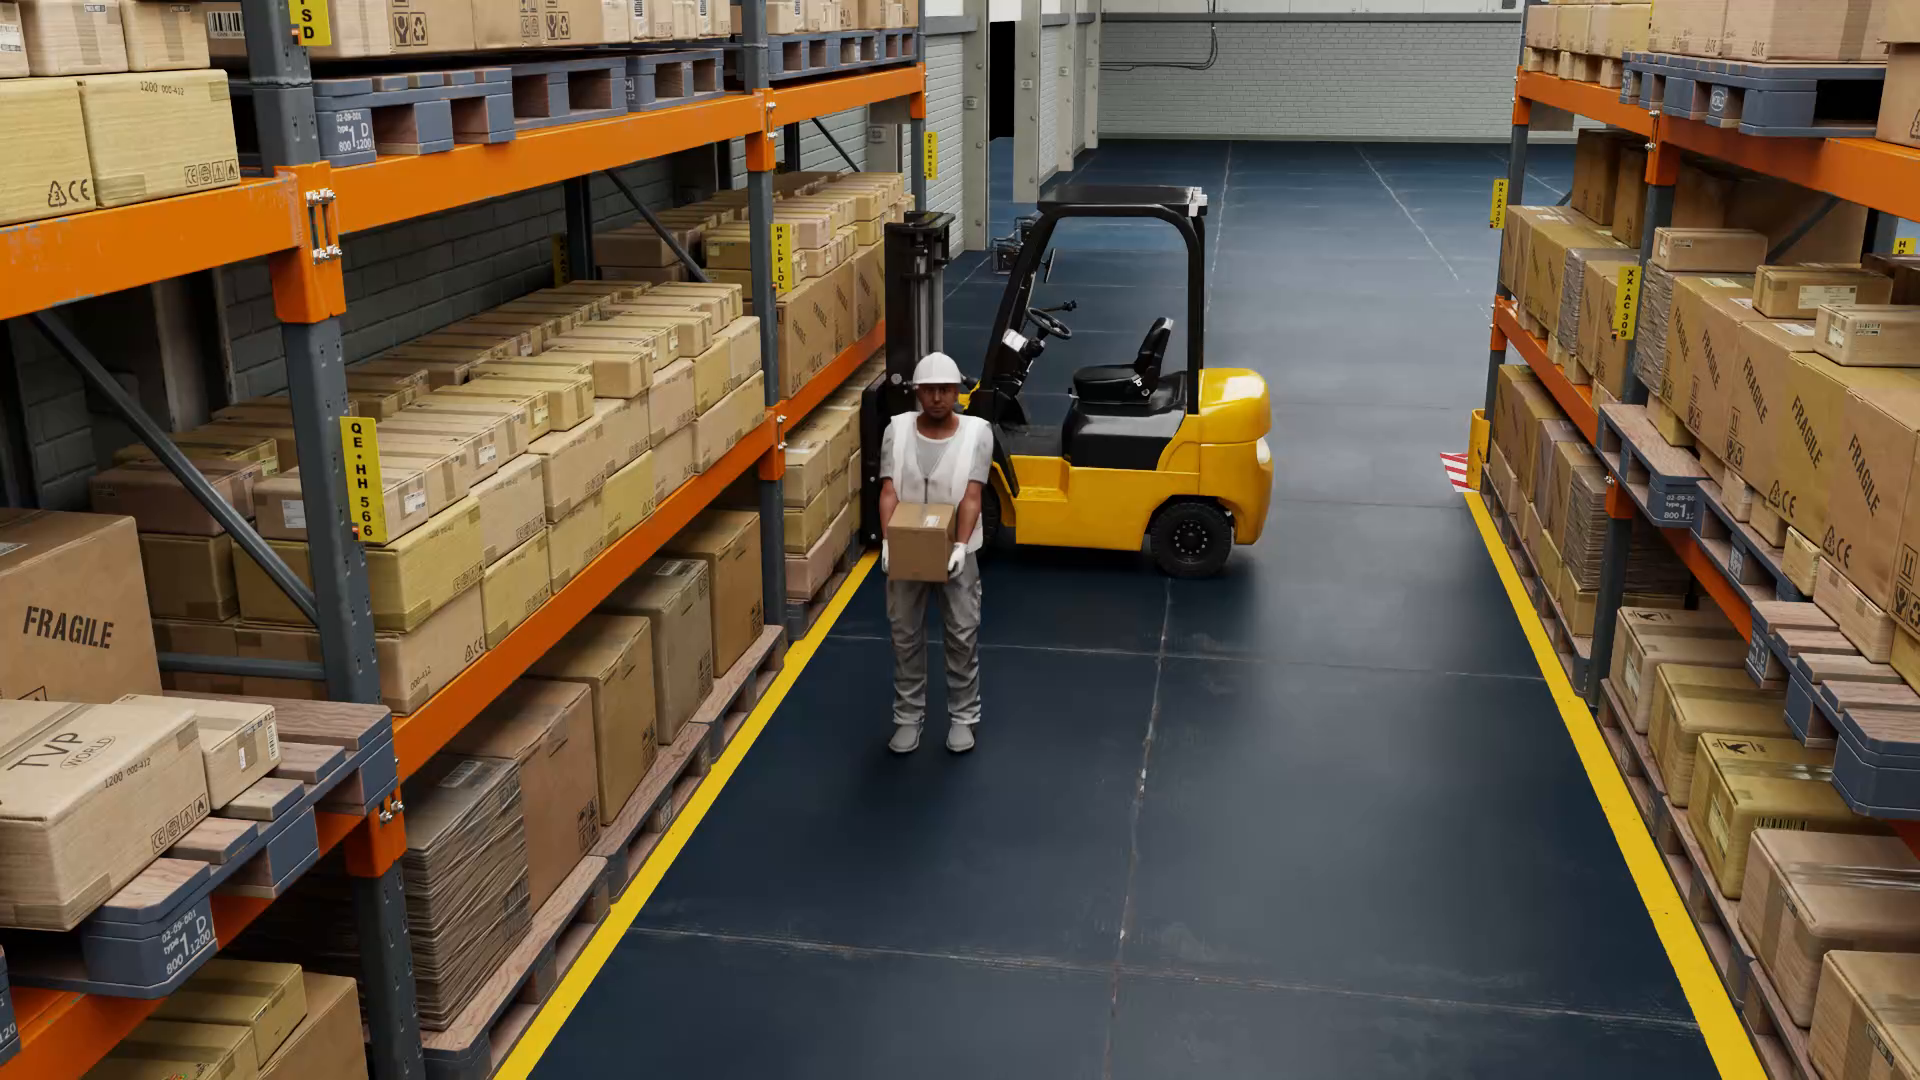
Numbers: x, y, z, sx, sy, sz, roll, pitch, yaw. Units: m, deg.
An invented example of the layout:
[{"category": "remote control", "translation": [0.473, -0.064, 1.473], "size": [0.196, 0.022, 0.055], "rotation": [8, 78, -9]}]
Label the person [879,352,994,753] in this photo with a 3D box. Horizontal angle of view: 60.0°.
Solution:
[{"category": "person", "translation": [-0.118, 0.083, 7.259], "size": [0.490, 1.782, 0.578], "rotation": [3, 18, 8]}]
